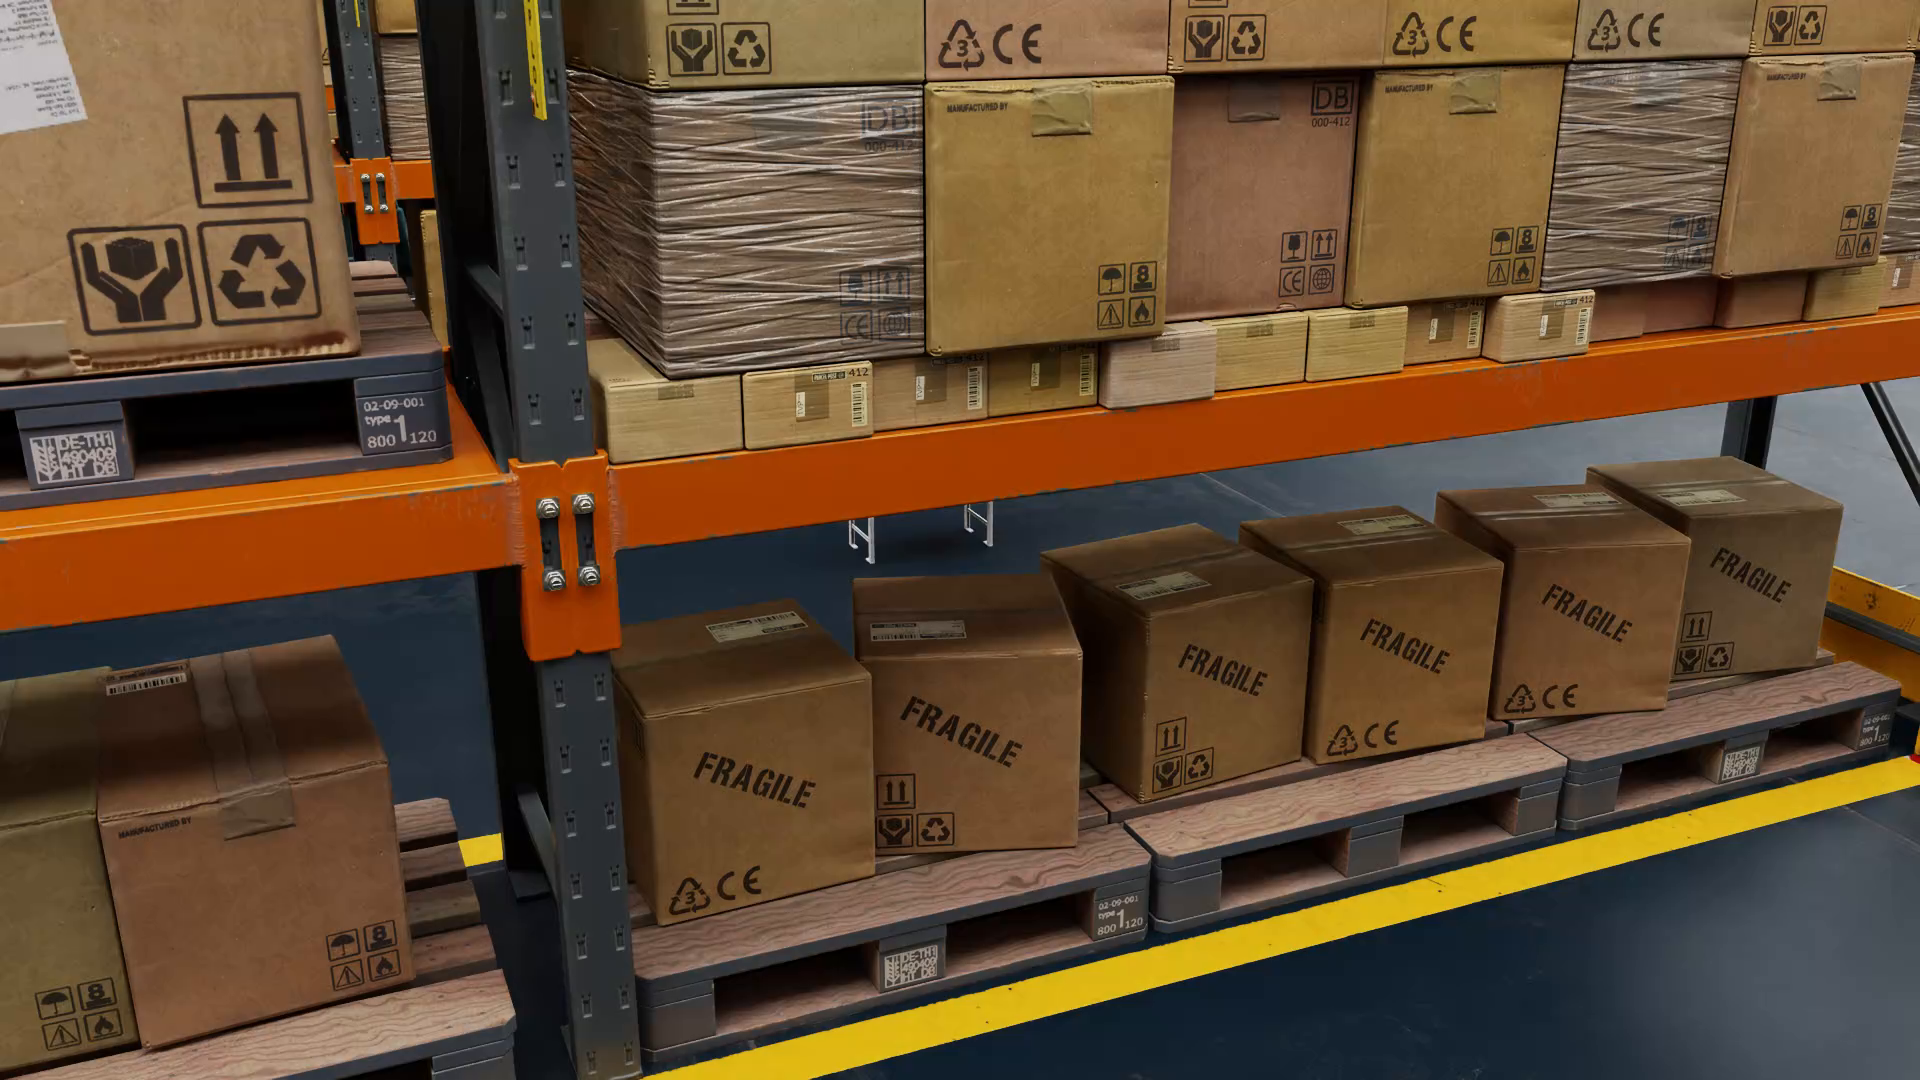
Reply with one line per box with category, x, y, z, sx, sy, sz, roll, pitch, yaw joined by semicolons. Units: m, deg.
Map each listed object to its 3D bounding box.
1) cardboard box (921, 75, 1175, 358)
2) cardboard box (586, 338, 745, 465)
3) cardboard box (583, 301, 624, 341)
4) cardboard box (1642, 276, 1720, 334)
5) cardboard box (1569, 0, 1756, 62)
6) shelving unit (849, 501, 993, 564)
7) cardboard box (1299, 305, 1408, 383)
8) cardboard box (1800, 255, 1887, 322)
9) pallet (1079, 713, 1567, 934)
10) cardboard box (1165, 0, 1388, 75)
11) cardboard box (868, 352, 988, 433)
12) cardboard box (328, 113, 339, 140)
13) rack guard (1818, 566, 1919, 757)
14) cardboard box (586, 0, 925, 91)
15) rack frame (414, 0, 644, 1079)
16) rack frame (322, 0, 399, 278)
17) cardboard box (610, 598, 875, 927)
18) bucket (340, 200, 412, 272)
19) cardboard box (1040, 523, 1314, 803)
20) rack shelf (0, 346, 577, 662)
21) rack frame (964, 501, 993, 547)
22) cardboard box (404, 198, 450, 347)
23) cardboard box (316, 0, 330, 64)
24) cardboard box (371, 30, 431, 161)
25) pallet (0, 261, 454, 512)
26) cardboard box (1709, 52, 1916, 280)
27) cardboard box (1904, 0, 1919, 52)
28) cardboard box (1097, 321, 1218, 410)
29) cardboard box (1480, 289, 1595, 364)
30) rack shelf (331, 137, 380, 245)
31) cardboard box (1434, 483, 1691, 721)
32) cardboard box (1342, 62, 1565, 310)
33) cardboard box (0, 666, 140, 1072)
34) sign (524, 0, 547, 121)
cardboard box;0.008;-0.742;3.513;0.500;0.500;0.875;-8;21;-22
cardboard box;-0.586;-0.277;3.170;0.250;0.149;0.380;-8;21;-22
cardboard box;-0.822;-0.458;3.685;0.250;0.149;0.380;-8;21;-22
cardboard box;1.669;-0.636;4.191;0.250;0.149;0.380;-8;21;-22
cardboard box;1.446;-1.364;3.775;0.500;0.500;0.500;-8;21;-22
shelving unit;-0.152;-0.544;6.261;0.503;1.200;0.258;-8;21;-22
cardboard box;0.786;-0.478;3.742;0.250;0.149;0.380;-8;21;-22
cardboard box;2.151;-0.685;4.328;0.250;0.149;0.380;-8;21;-22
pallet;0.822;0.596;4.512;1.213;0.211;1.003;-8;21;-22
cardboard box;0.529;-1.231;3.399;0.500;0.500;0.500;-8;21;-22
cardboard box;-0.133;-0.347;3.369;0.250;0.149;0.380;-8;21;-22
cardboard box;-6.231;-4.100;16.406;0.500;0.250;0.500;-8;21;-22
rack guard;2.700;0.204;5.189;0.348;0.500;1.175;-8;21;-22
cardboard box;-0.389;-1.099;3.024;0.500;0.500;0.500;-8;21;-22
rack frame;-0.903;-0.459;3.308;0.127;3.000;1.000;-8;21;-22
rack frame;-2.775;-1.985;7.642;0.127;3.000;1.000;-8;21;-22
cardboard box;-0.520;0.482;3.768;0.500;0.500;0.500;-9;21;-24
bucket;-3.563;-1.878;9.981;0.620;0.611;0.726;-11;20;0
cardboard box;0.542;0.299;4.289;0.500;0.500;0.500;-10;22;-27
rack shelf;-2.739;0.144;2.680;4.000;0.370;1.077;-8;21;-22
rack frame;0.072;-0.576;6.352;0.015;1.200;0.240;-8;21;-22
cardboard box;-2.170;-1.242;8.099;0.875;0.875;0.875;-8;21;-21
cardboard box;-4.314;-3.641;11.748;0.500;0.500;0.500;-8;21;-22
cardboard box;-2.441;-2.107;7.765;0.550;0.550;0.875;-8;21;-22
pallet;-1.662;-0.312;3.180;1.213;0.211;1.003;-8;21;-22
cardboard box;1.842;-1.006;4.264;0.500;0.500;0.875;-8;21;-22
cardboard box;2.363;-1.496;4.151;0.500;0.500;0.500;-8;21;-22
cardboard box;0.339;-0.403;3.529;0.250;0.149;0.380;-8;21;-22
cardboard box;1.254;-0.537;3.908;0.250;0.149;0.380;-8;21;-22
rack shelf;-4.611;-1.382;7.014;4.000;0.370;1.077;-8;21;-22
cardboard box;1.655;0.162;4.676;0.500;0.500;0.500;-3;20;-8
cardboard box;0.903;-0.891;3.938;0.500;0.500;0.875;-8;21;-22
cardboard box;-1.921;0.644;3.278;0.500;0.500;0.700;-8;21;-22
sign;-0.680;-0.836;2.637;0.005;0.325;0.100;-8;21;-22
